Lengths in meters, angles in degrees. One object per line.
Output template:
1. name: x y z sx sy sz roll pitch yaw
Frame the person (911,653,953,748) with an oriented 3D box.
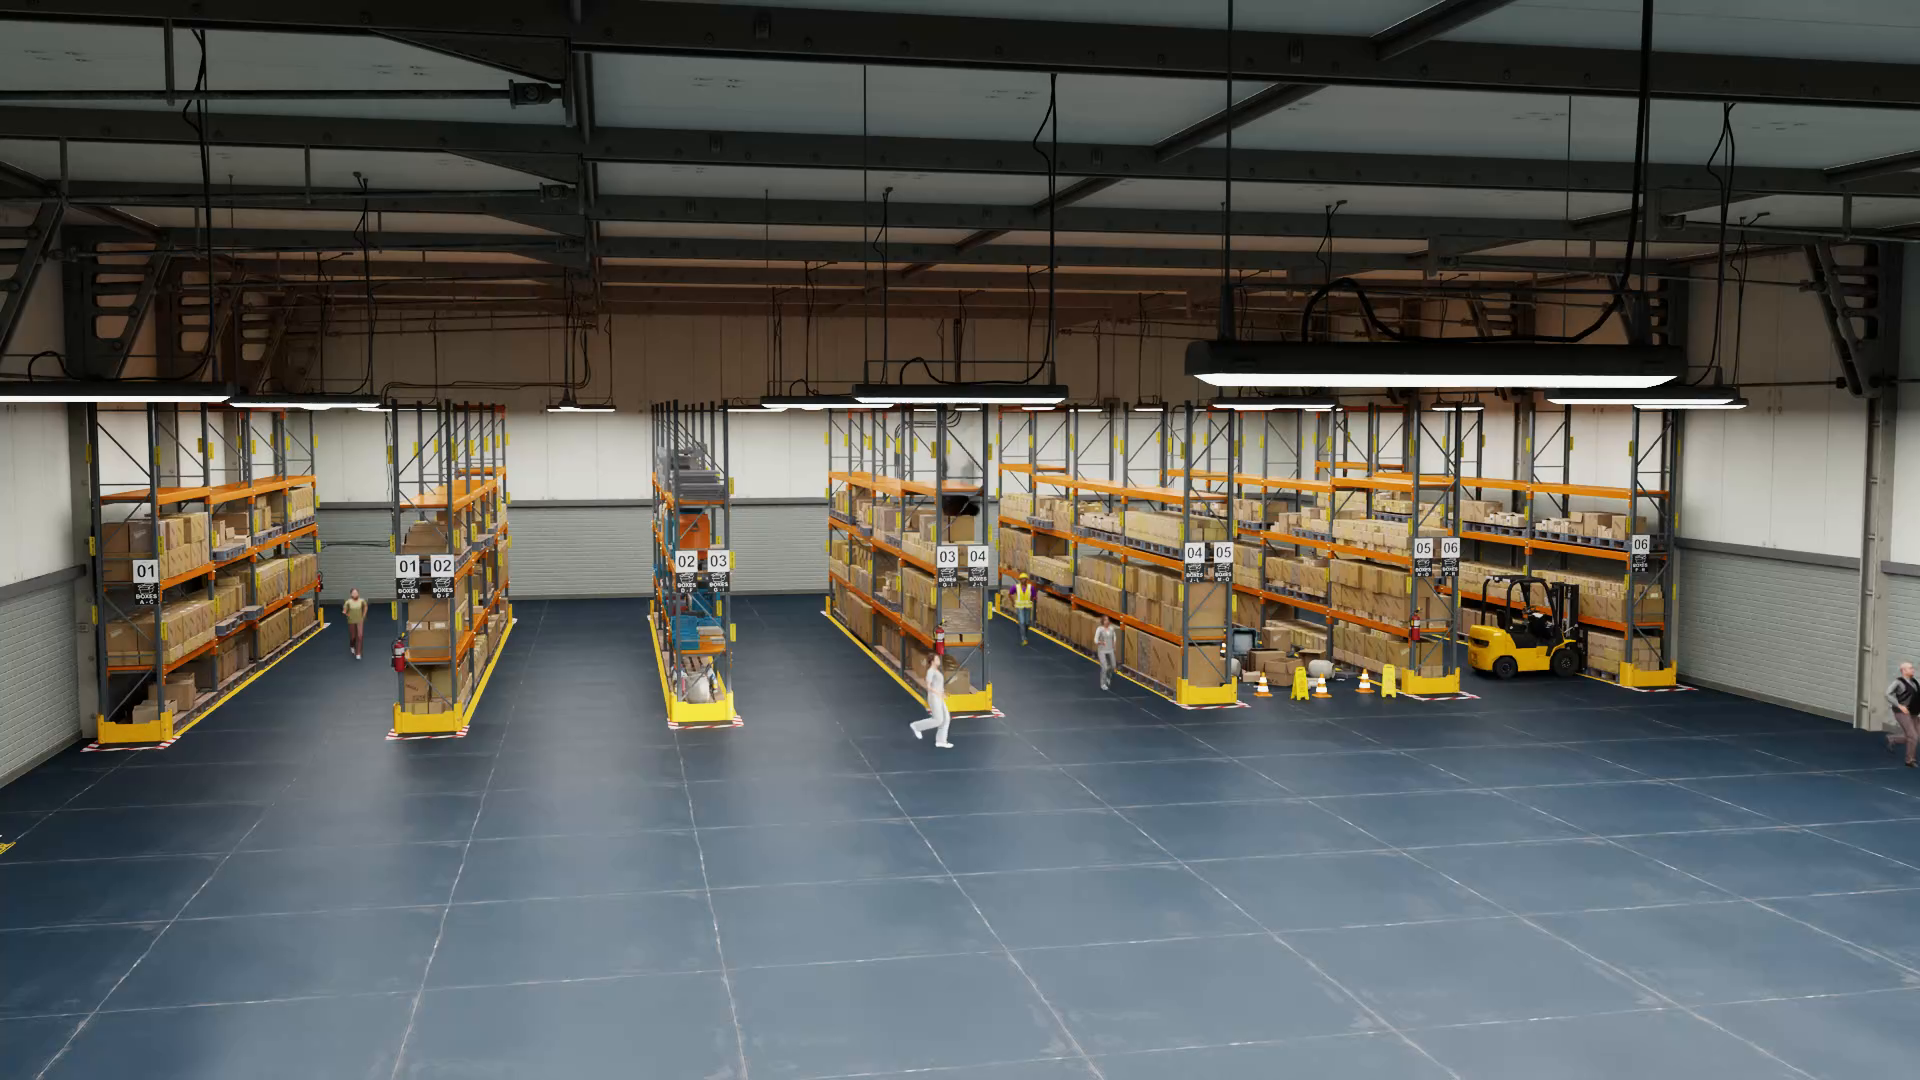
1. person: -0.473 2.757 28.642 0.731 1.634 0.565 1 4 10

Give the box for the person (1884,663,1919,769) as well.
1. person: 15.409 2.846 27.153 0.661 1.699 0.748 -2 5 -26

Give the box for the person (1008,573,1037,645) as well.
1. person: 1.588 1.700 41.401 0.698 1.762 0.894 -1 4 -9

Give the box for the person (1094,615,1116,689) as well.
1. person: 3.053 2.335 34.481 0.524 1.558 0.537 -1 4 -15

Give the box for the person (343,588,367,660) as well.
1. person: -14.227 1.943 39.137 0.562 1.656 0.926 -2 5 -24
